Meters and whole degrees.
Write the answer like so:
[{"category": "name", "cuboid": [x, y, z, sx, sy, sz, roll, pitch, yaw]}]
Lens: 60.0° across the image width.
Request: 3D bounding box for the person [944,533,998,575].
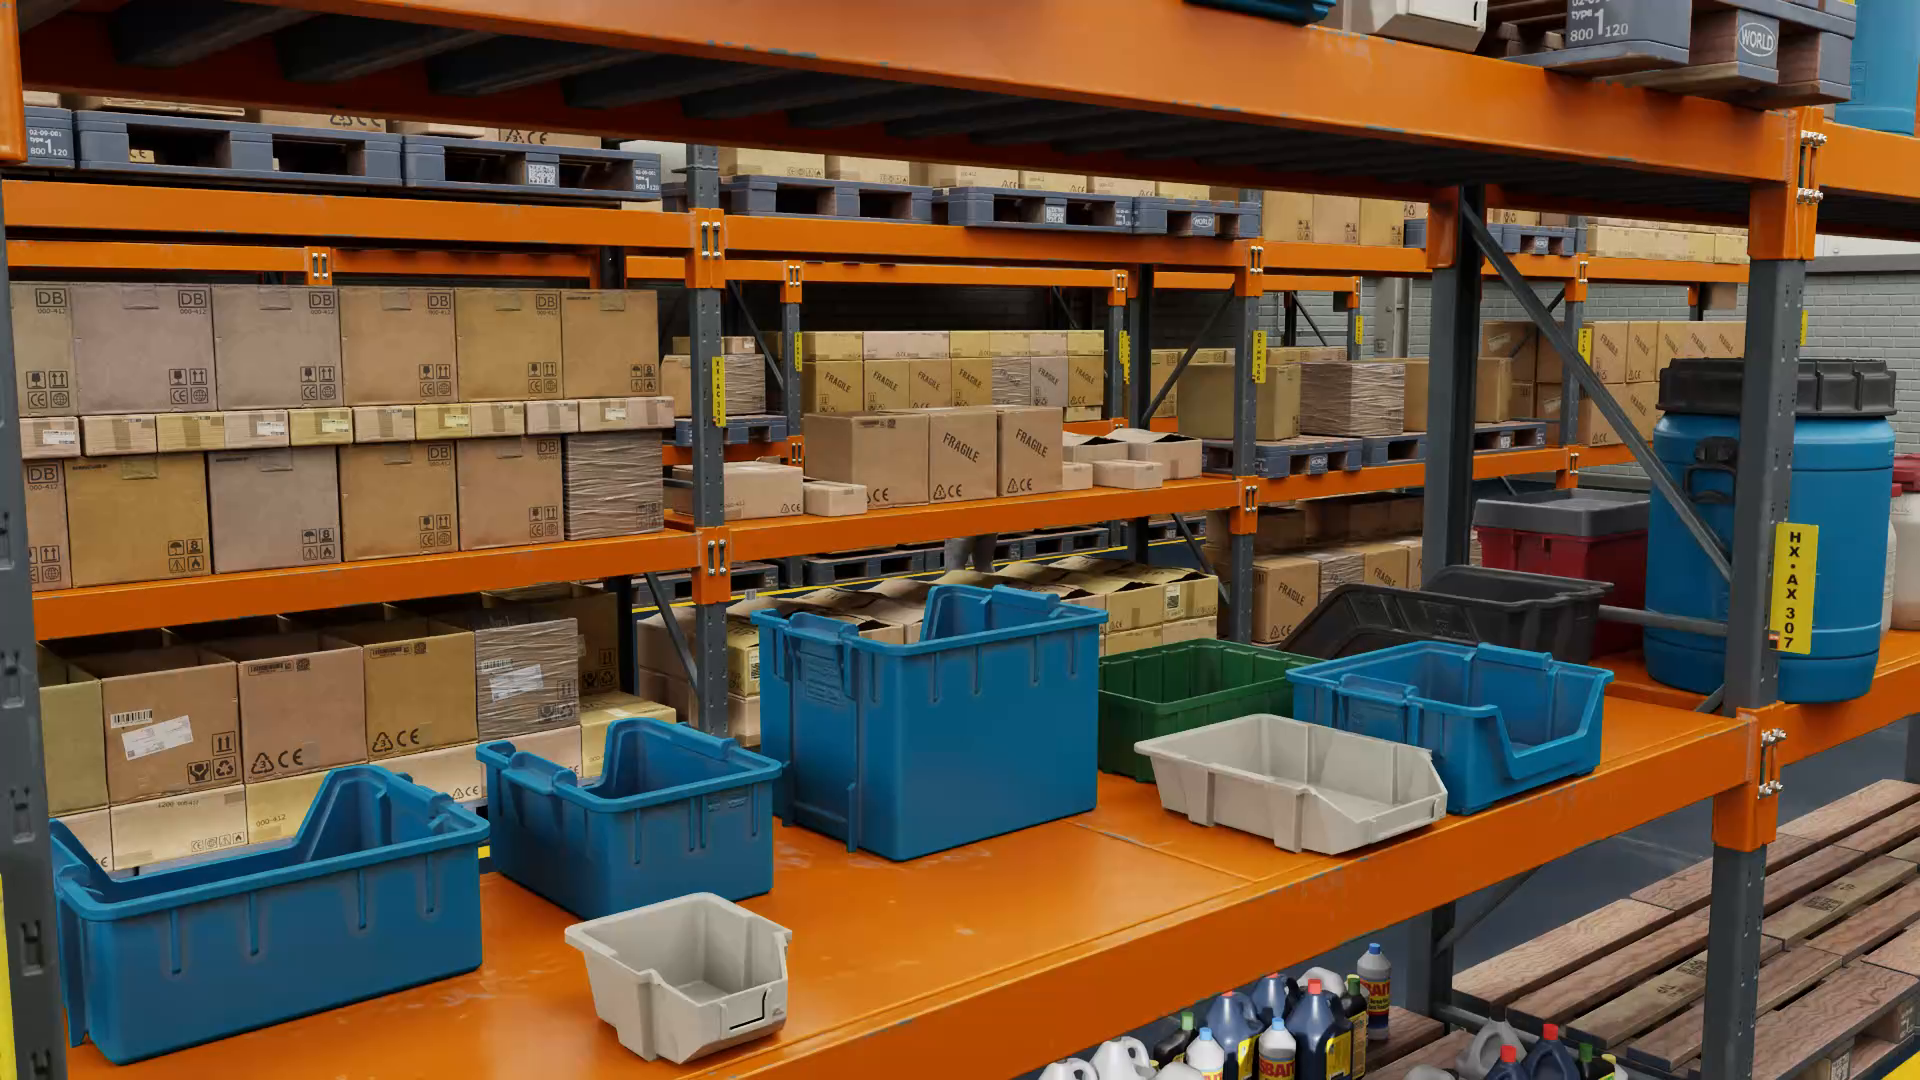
[{"category": "person", "cuboid": [0.070, -0.166, 12.519, 0.563, 1.667, 0.463, -7, 10, -44]}]
